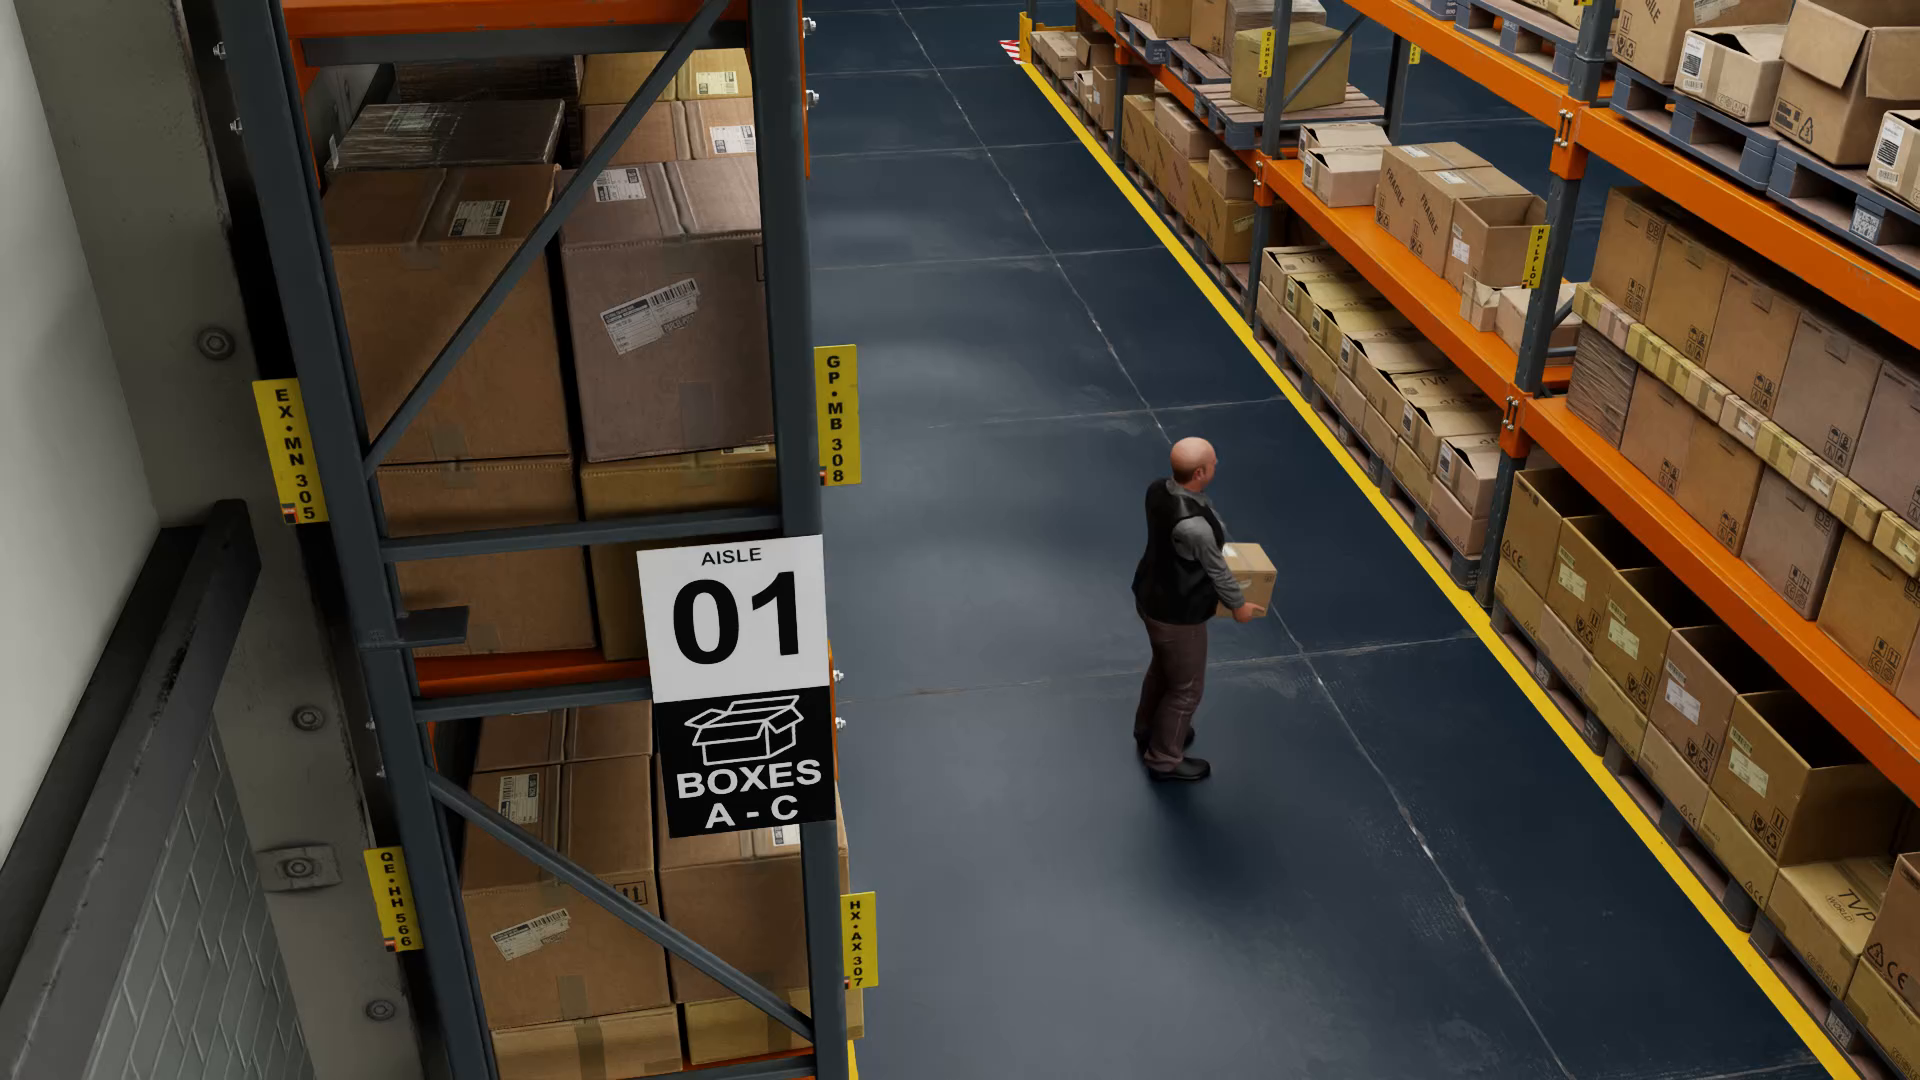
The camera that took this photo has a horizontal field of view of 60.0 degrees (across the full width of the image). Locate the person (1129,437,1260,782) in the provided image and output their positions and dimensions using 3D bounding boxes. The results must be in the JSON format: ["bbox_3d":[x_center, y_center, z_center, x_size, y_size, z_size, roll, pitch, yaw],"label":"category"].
[{"bbox_3d":[1.067,0.332,7.676,0.547,1.641,0.508,-5,31,-9],"label":"person"}]
